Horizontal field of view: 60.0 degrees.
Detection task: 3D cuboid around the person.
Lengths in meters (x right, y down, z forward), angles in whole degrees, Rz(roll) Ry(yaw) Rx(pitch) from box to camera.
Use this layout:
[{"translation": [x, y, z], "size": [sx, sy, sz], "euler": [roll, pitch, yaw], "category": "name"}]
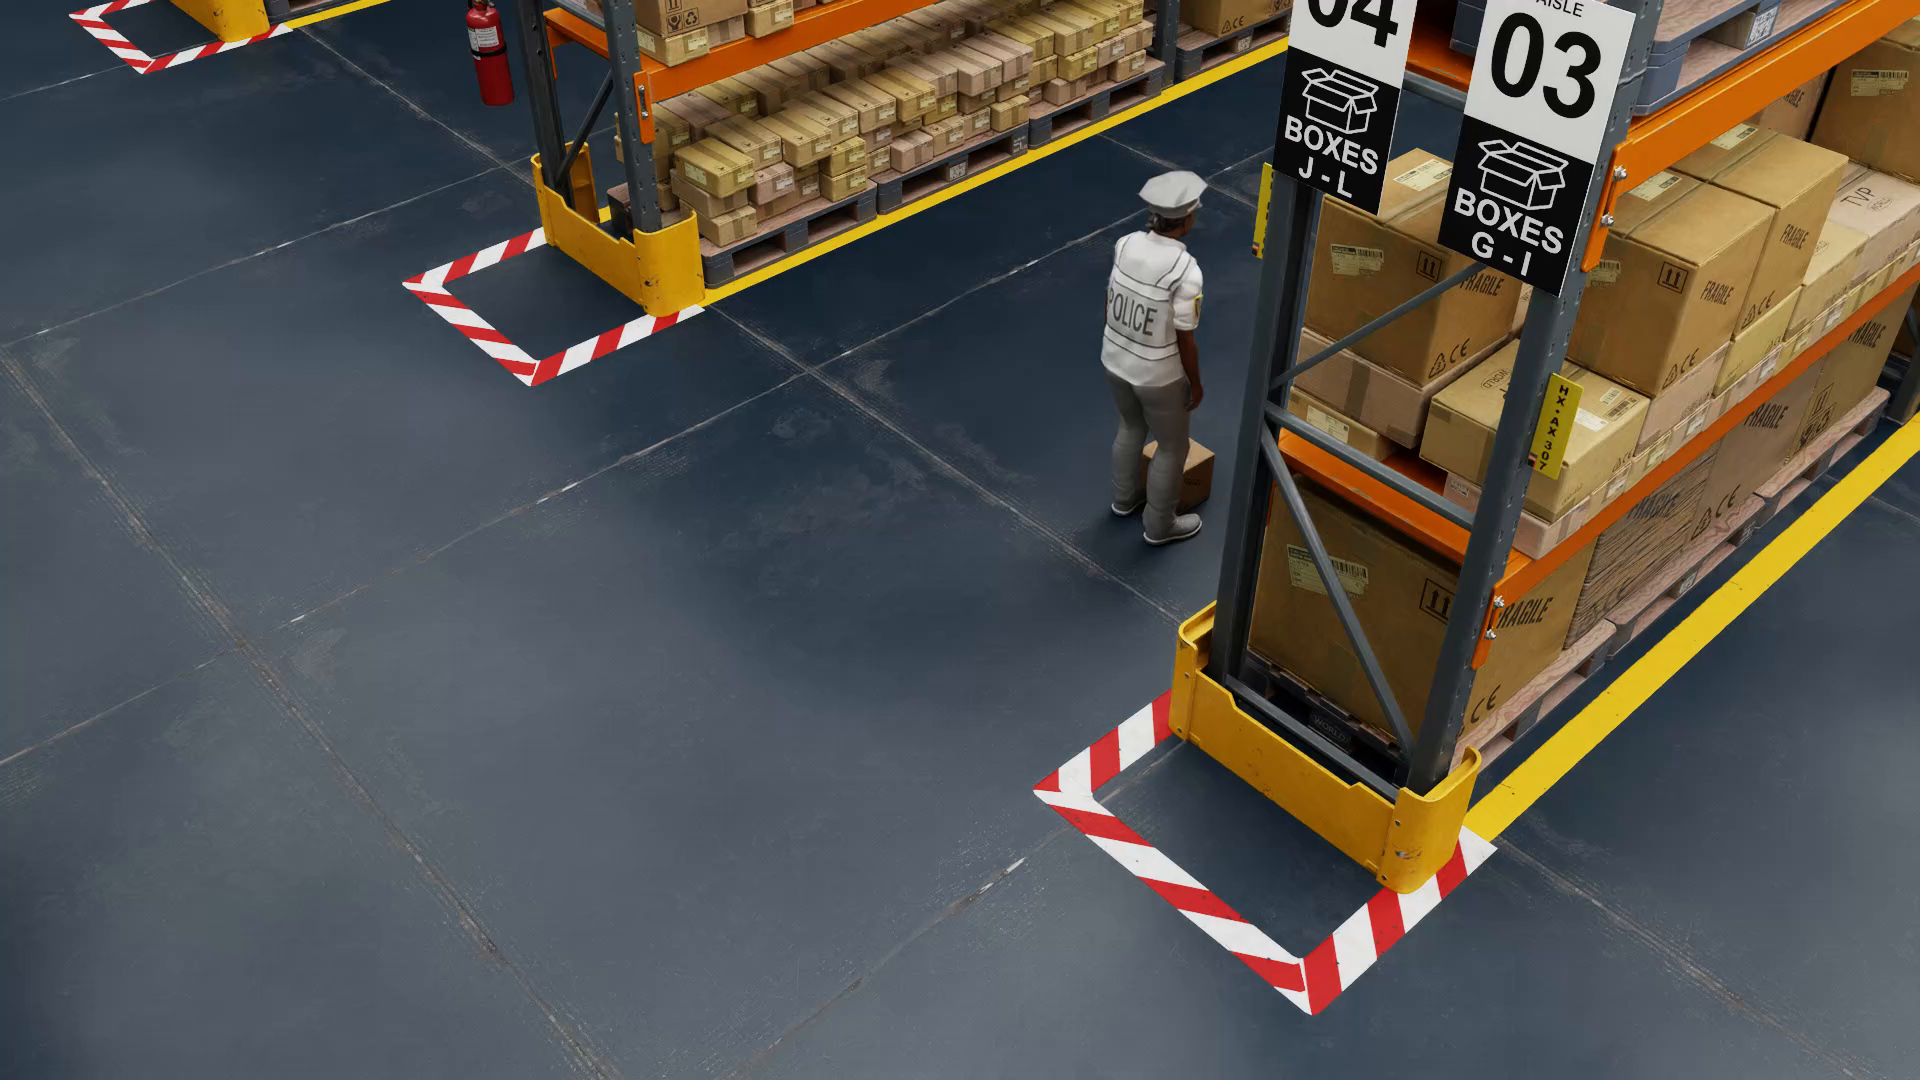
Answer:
[{"translation": [0.826, -0.739, 7.035], "size": [0.415, 1.660, 0.506], "euler": [-30, 49, -31], "category": "person"}]
